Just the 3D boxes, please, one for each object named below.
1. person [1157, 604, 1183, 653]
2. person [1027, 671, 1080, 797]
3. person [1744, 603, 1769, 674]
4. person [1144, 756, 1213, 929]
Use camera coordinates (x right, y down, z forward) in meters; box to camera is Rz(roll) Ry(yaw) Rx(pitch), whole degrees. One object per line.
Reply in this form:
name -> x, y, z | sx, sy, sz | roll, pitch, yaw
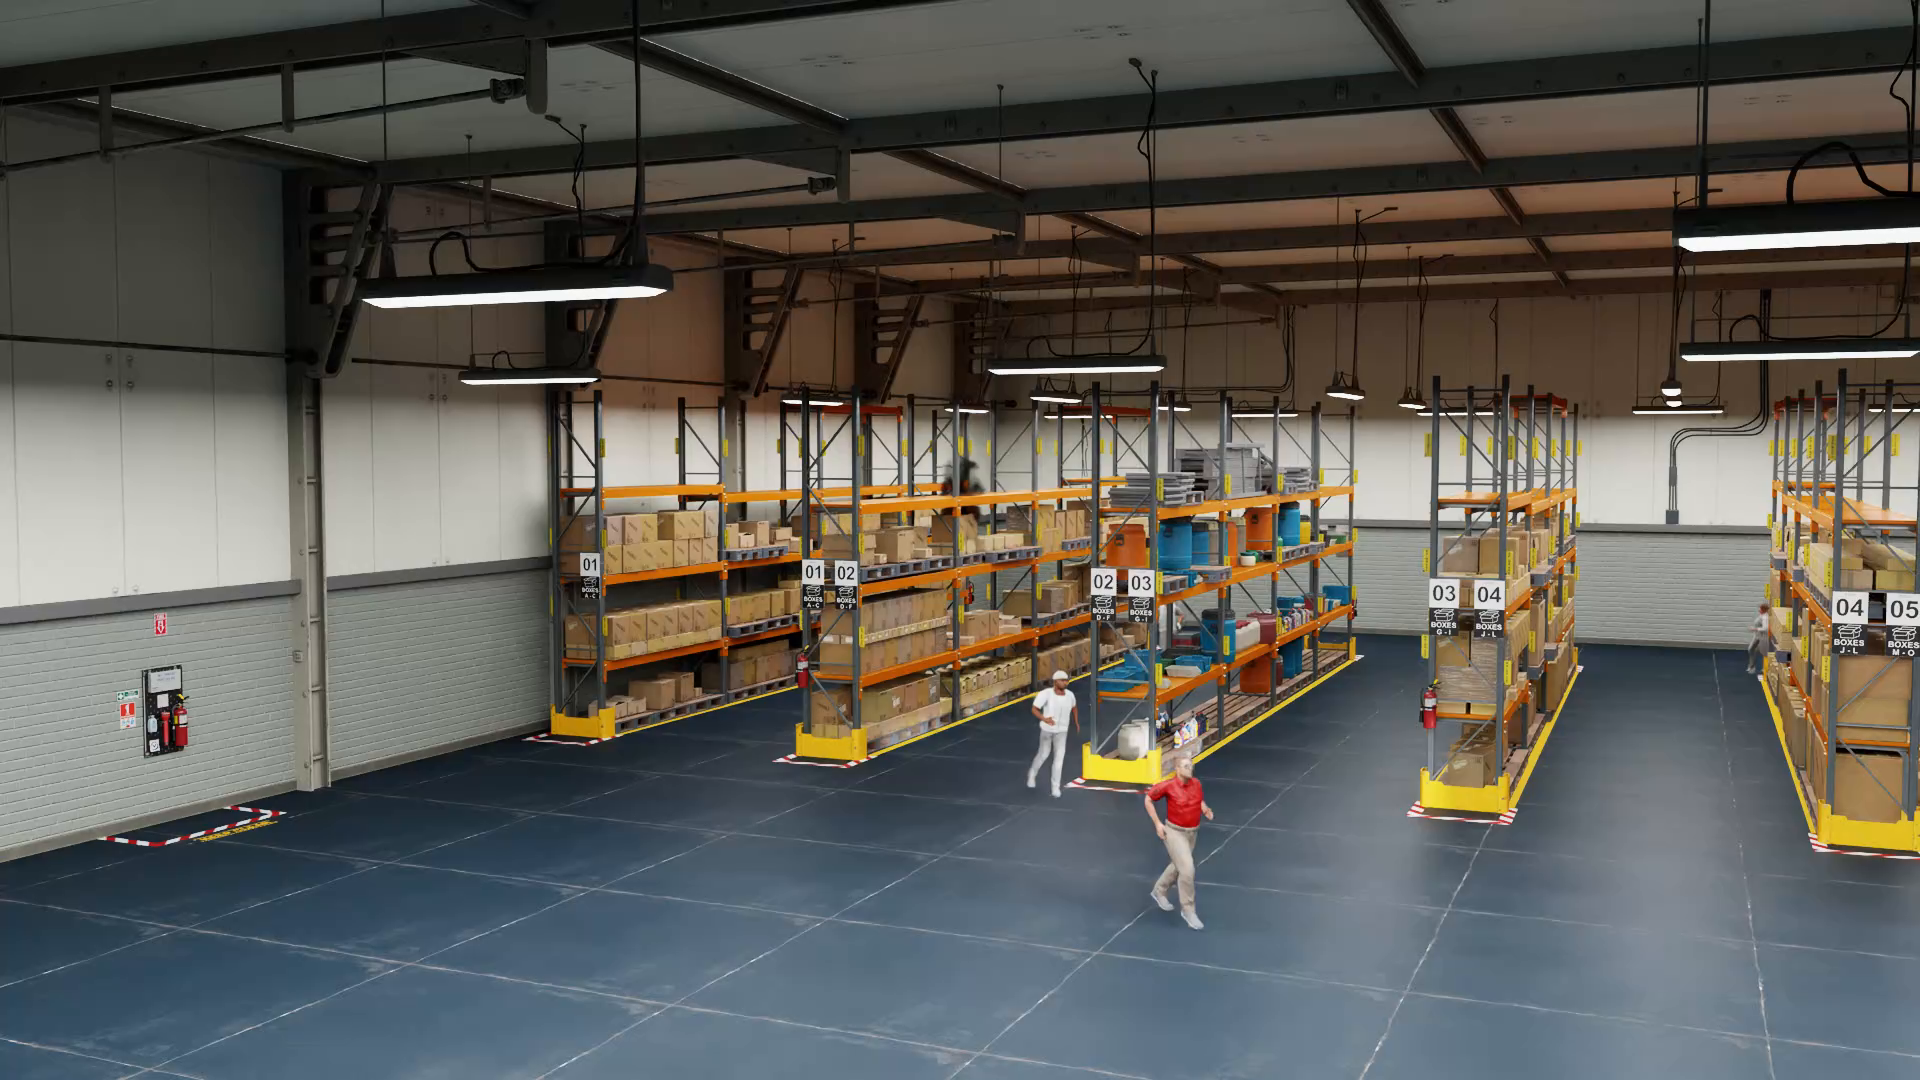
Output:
person -> 4.601, 2.065, 36.887 | 0.655, 1.793, 0.984 | 1, 3, 15
person -> 1.406, 2.776, 24.153 | 0.768, 1.761, 0.890 | -1, 3, -18
person -> 17.726, 2.195, 36.684 | 0.662, 1.621, 0.529 | 0, 3, 1
person -> 2.337, 3.168, 17.672 | 0.650, 1.773, 0.851 | -3, 4, -43
